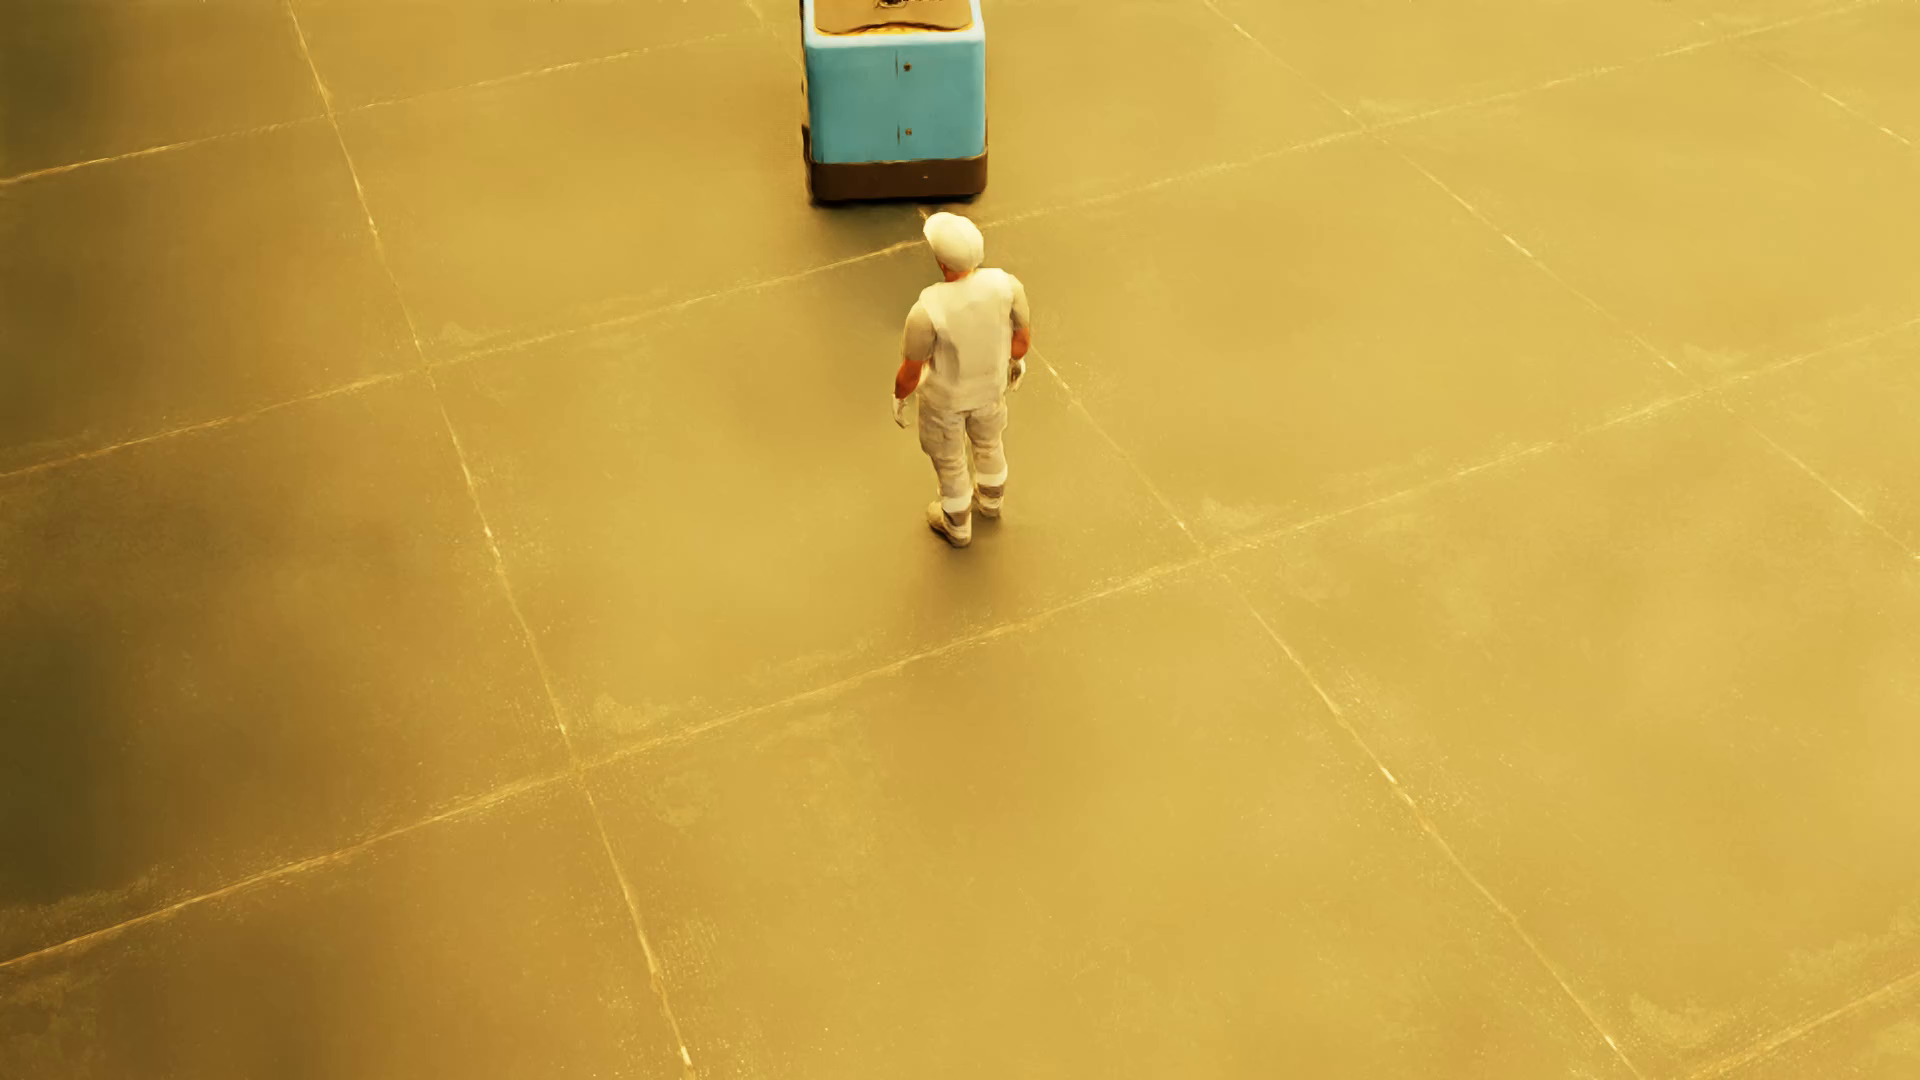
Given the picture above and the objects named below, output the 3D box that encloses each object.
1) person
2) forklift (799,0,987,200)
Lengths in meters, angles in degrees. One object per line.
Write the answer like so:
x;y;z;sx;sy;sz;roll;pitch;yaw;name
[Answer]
-0.024;-0.712;7.270;0.637;1.787;0.563;-18;46;-18;person
-0.483;-4.095;10.068;1.130;2.935;3.031;-3;43;-4;forklift
